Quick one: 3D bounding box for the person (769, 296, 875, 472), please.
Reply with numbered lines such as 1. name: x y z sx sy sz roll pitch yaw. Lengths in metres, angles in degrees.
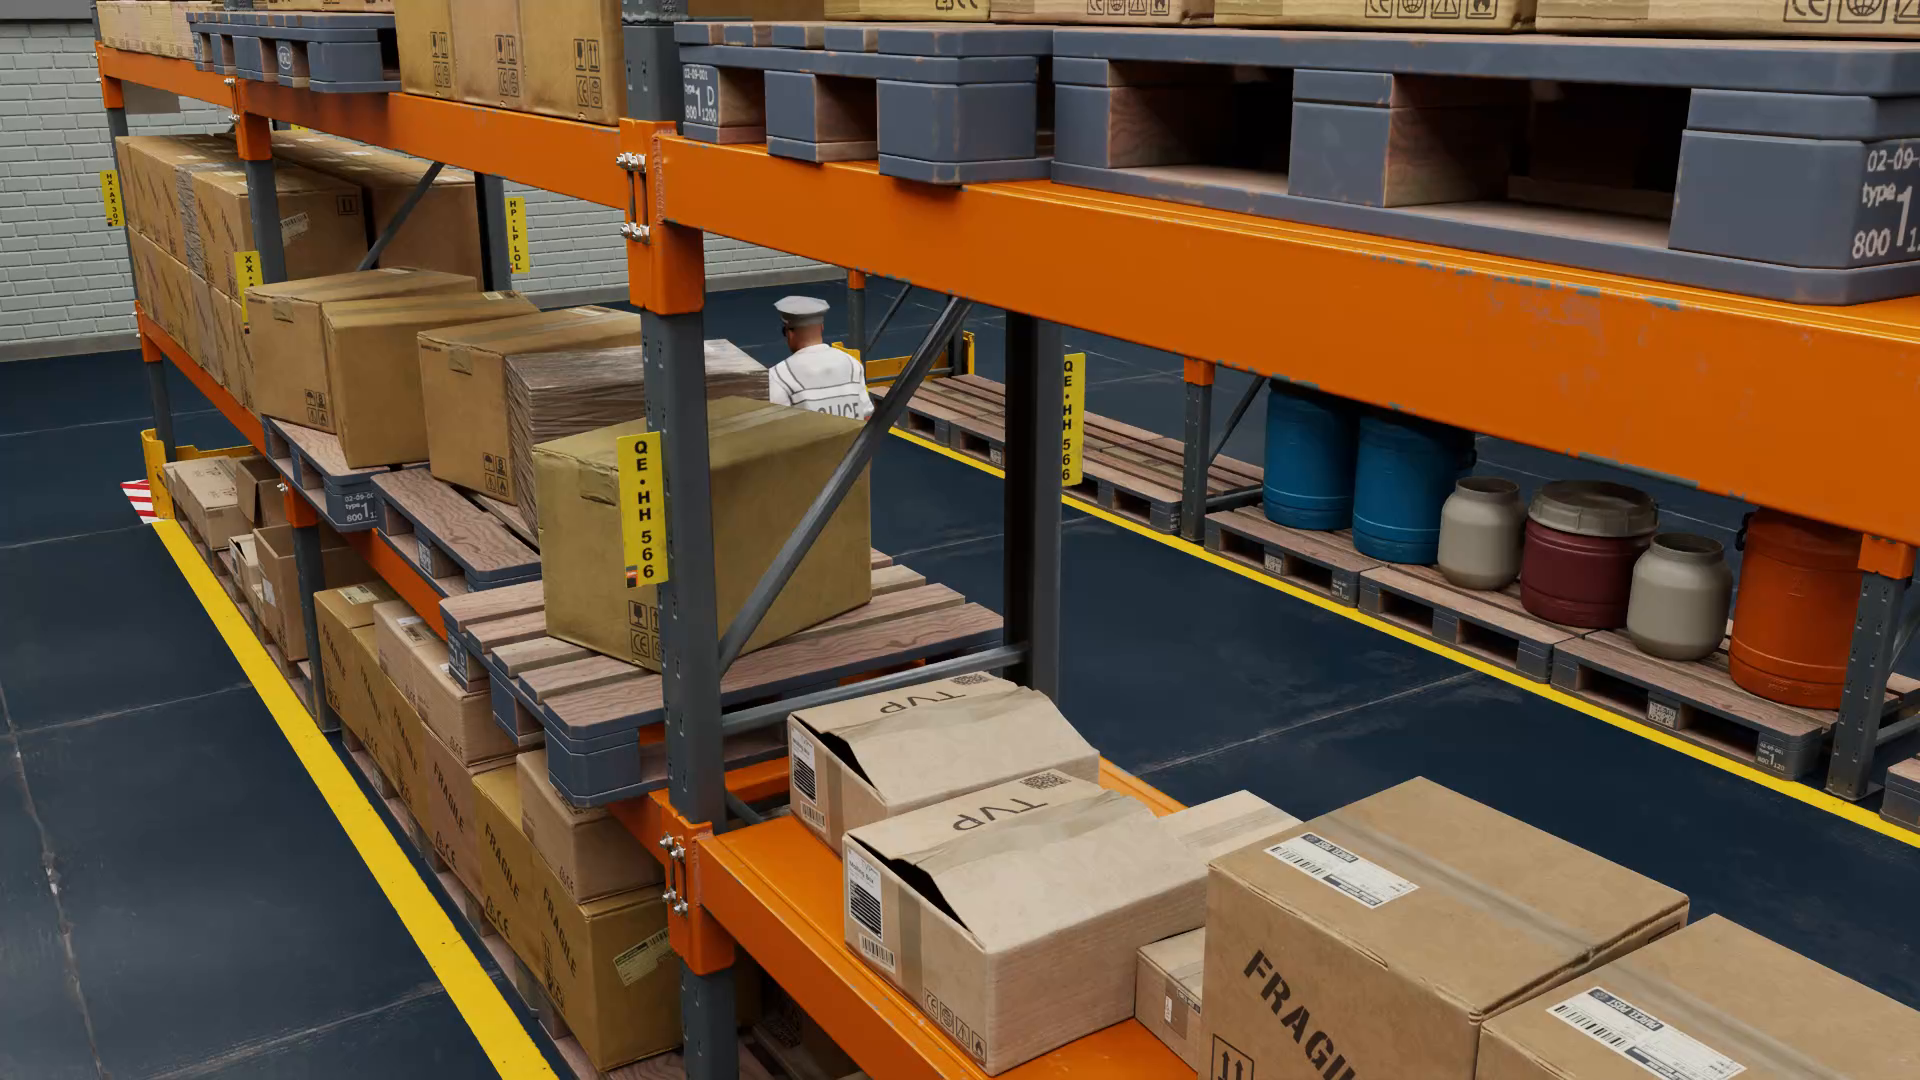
1. person: -0.661 -0.257 7.837 0.586 1.748 0.439 -11 21 -31
